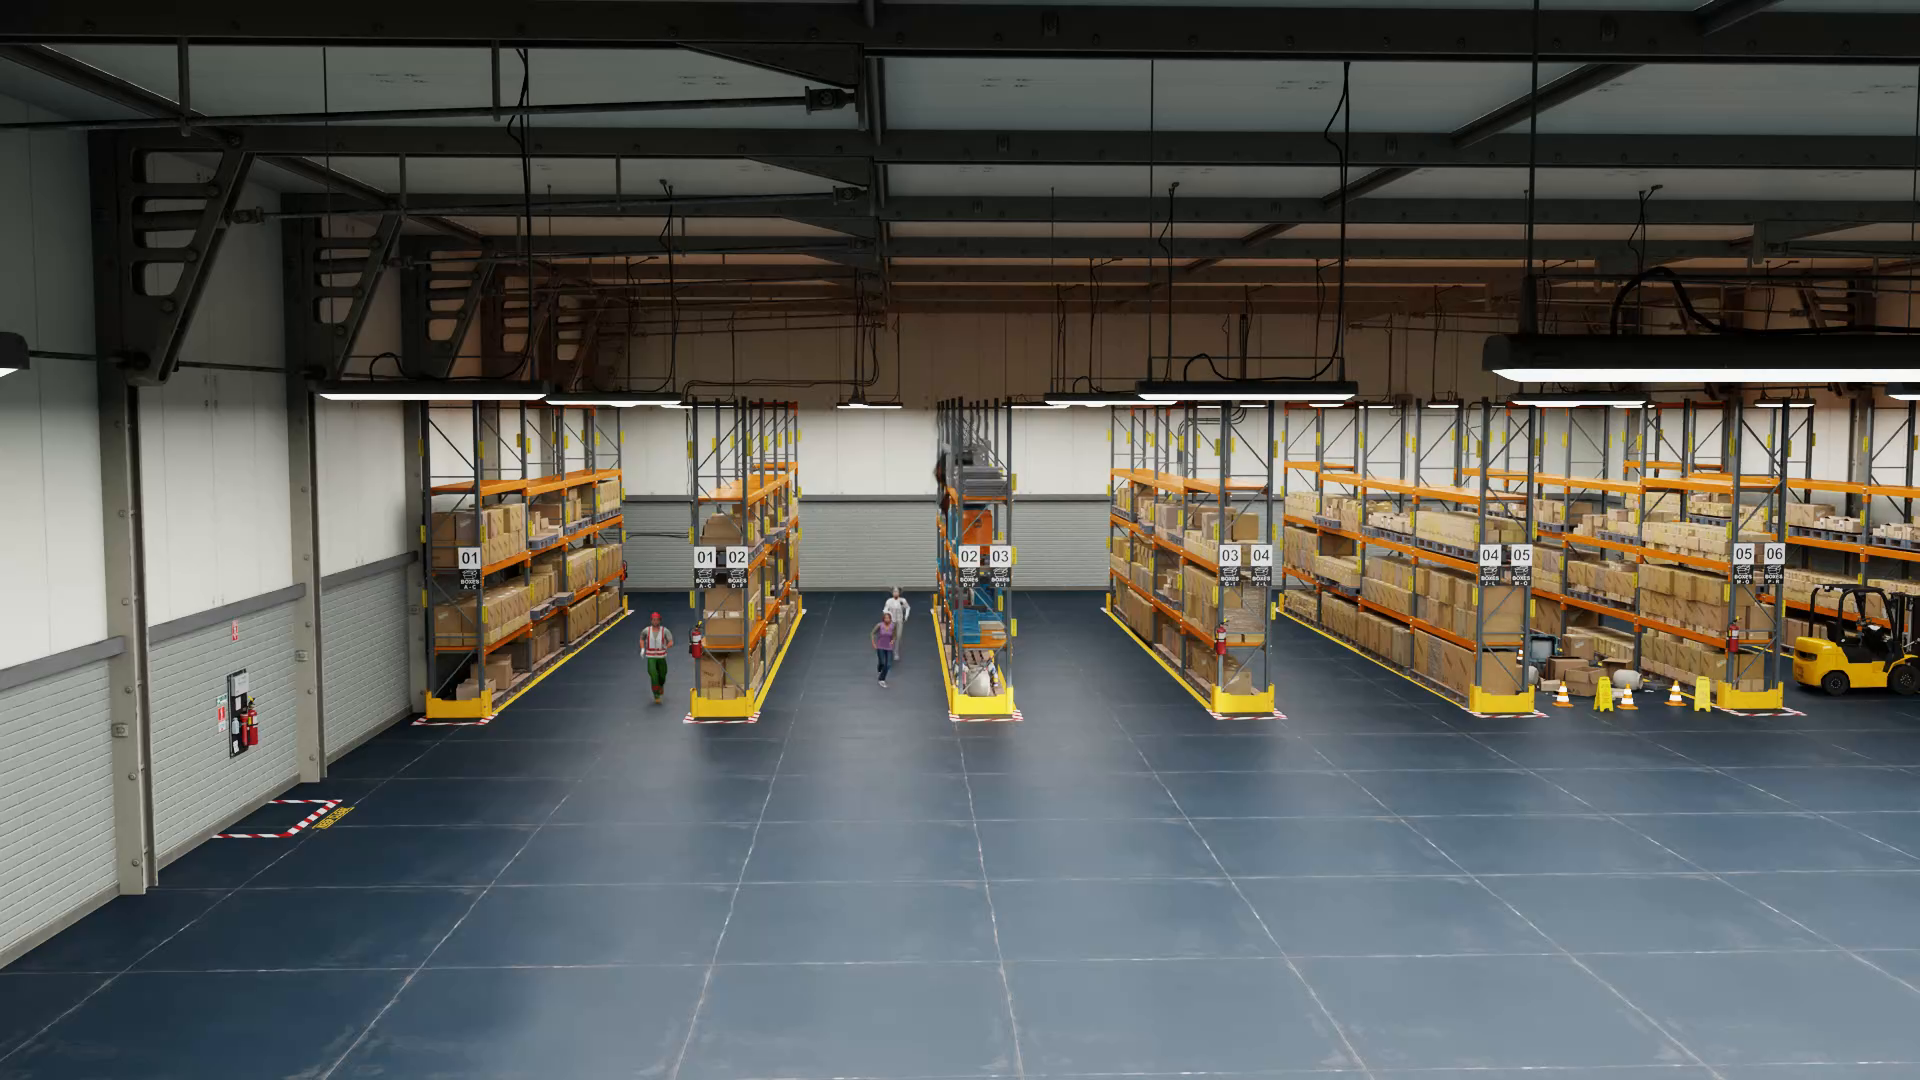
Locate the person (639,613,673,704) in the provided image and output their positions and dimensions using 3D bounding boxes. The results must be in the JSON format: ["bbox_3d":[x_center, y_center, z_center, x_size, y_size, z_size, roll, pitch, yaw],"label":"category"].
[{"bbox_3d":[-5.978,2.307,32.762,0.660,1.763,0.840,-1,4,-10],"label":"person"}]

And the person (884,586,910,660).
[{"bbox_3d":[-1.464,1.911,38.701,0.625,1.700,0.810,0,4,-2],"label":"person"}]

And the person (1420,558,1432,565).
[{"bbox_3d":[14.121,1.025,50.265,0.788,1.632,0.631,-1,5,-16],"label":"person"}]

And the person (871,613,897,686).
[{"bbox_3d":[-1.559,2.331,34.568,0.530,1.456,0.561,-1,5,-14],"label":"person"}]
